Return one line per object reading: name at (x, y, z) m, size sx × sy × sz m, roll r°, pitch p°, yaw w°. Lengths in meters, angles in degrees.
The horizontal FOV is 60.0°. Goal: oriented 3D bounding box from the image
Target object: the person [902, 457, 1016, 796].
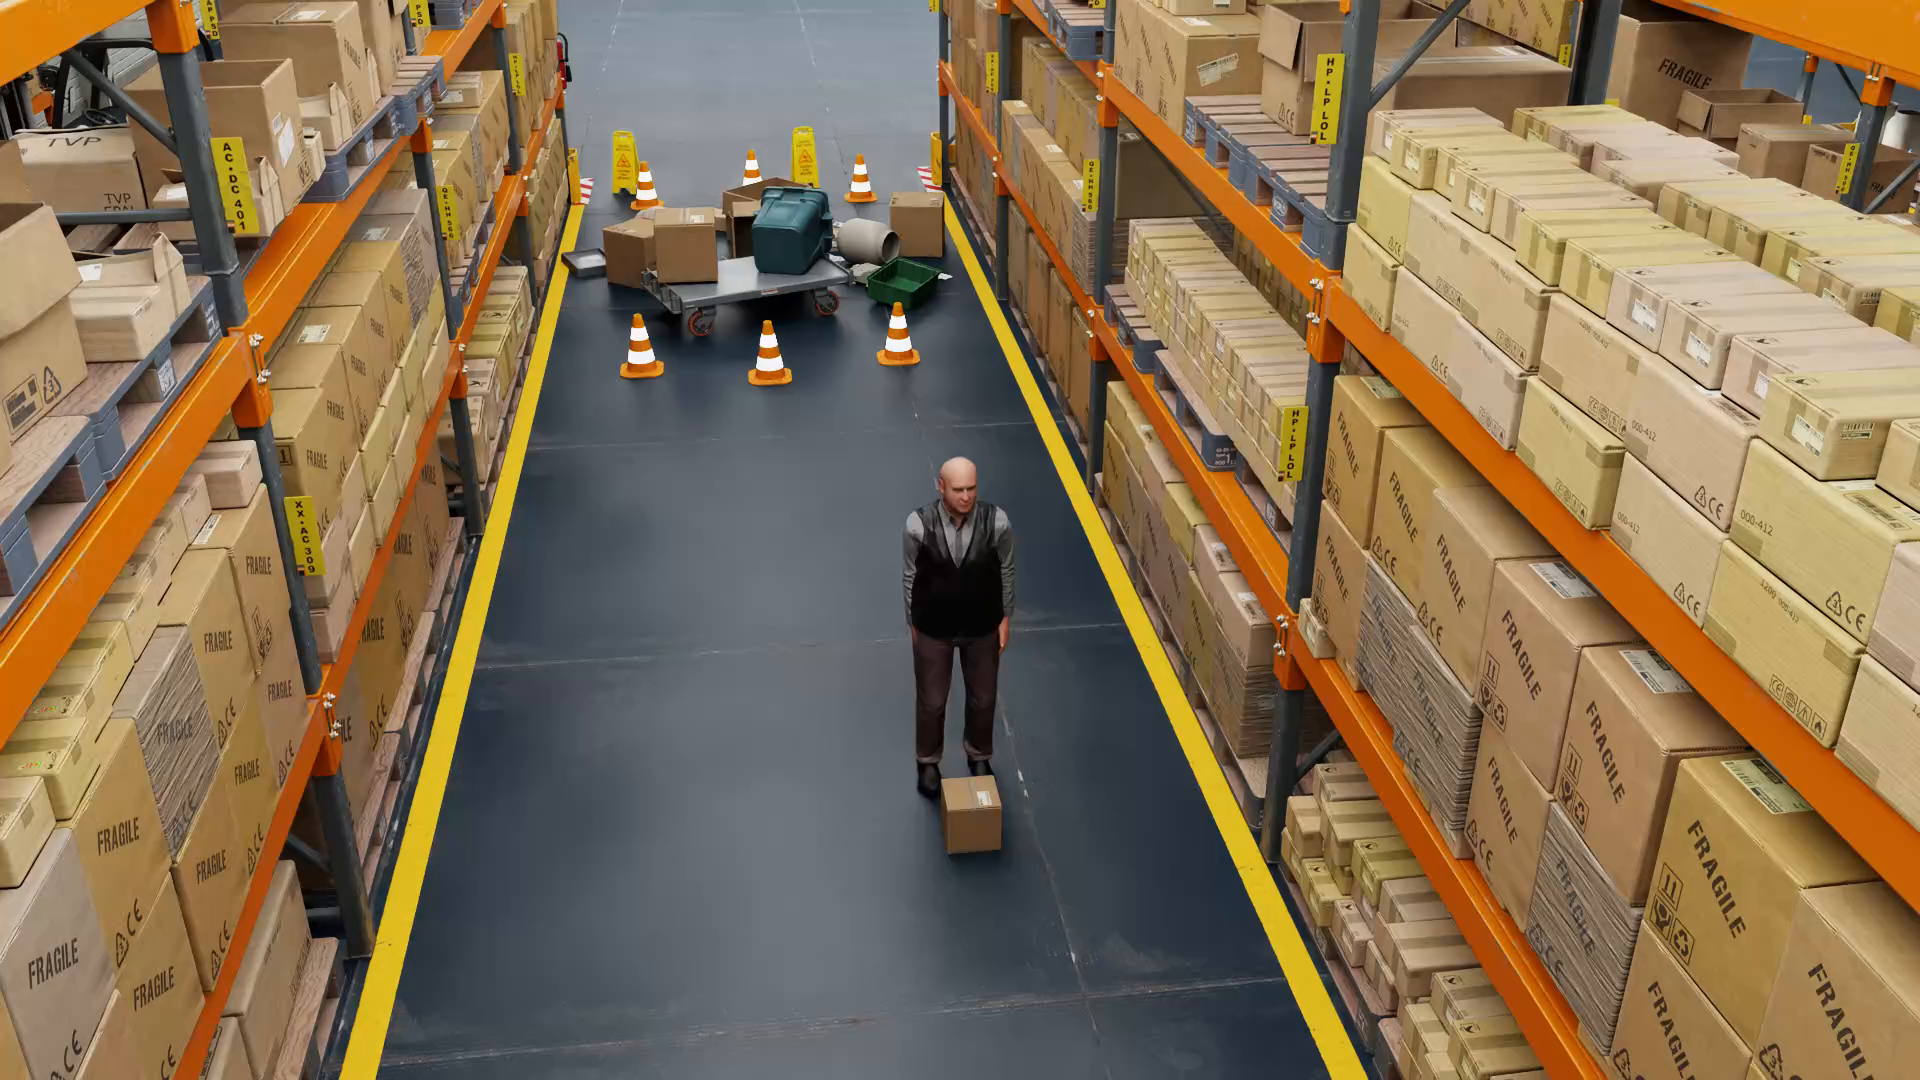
person at (0.000, 0.416, 7.850) m, size 0.532 × 1.728 × 0.360 m, roll -3°, pitch 27°, yaw -6°
